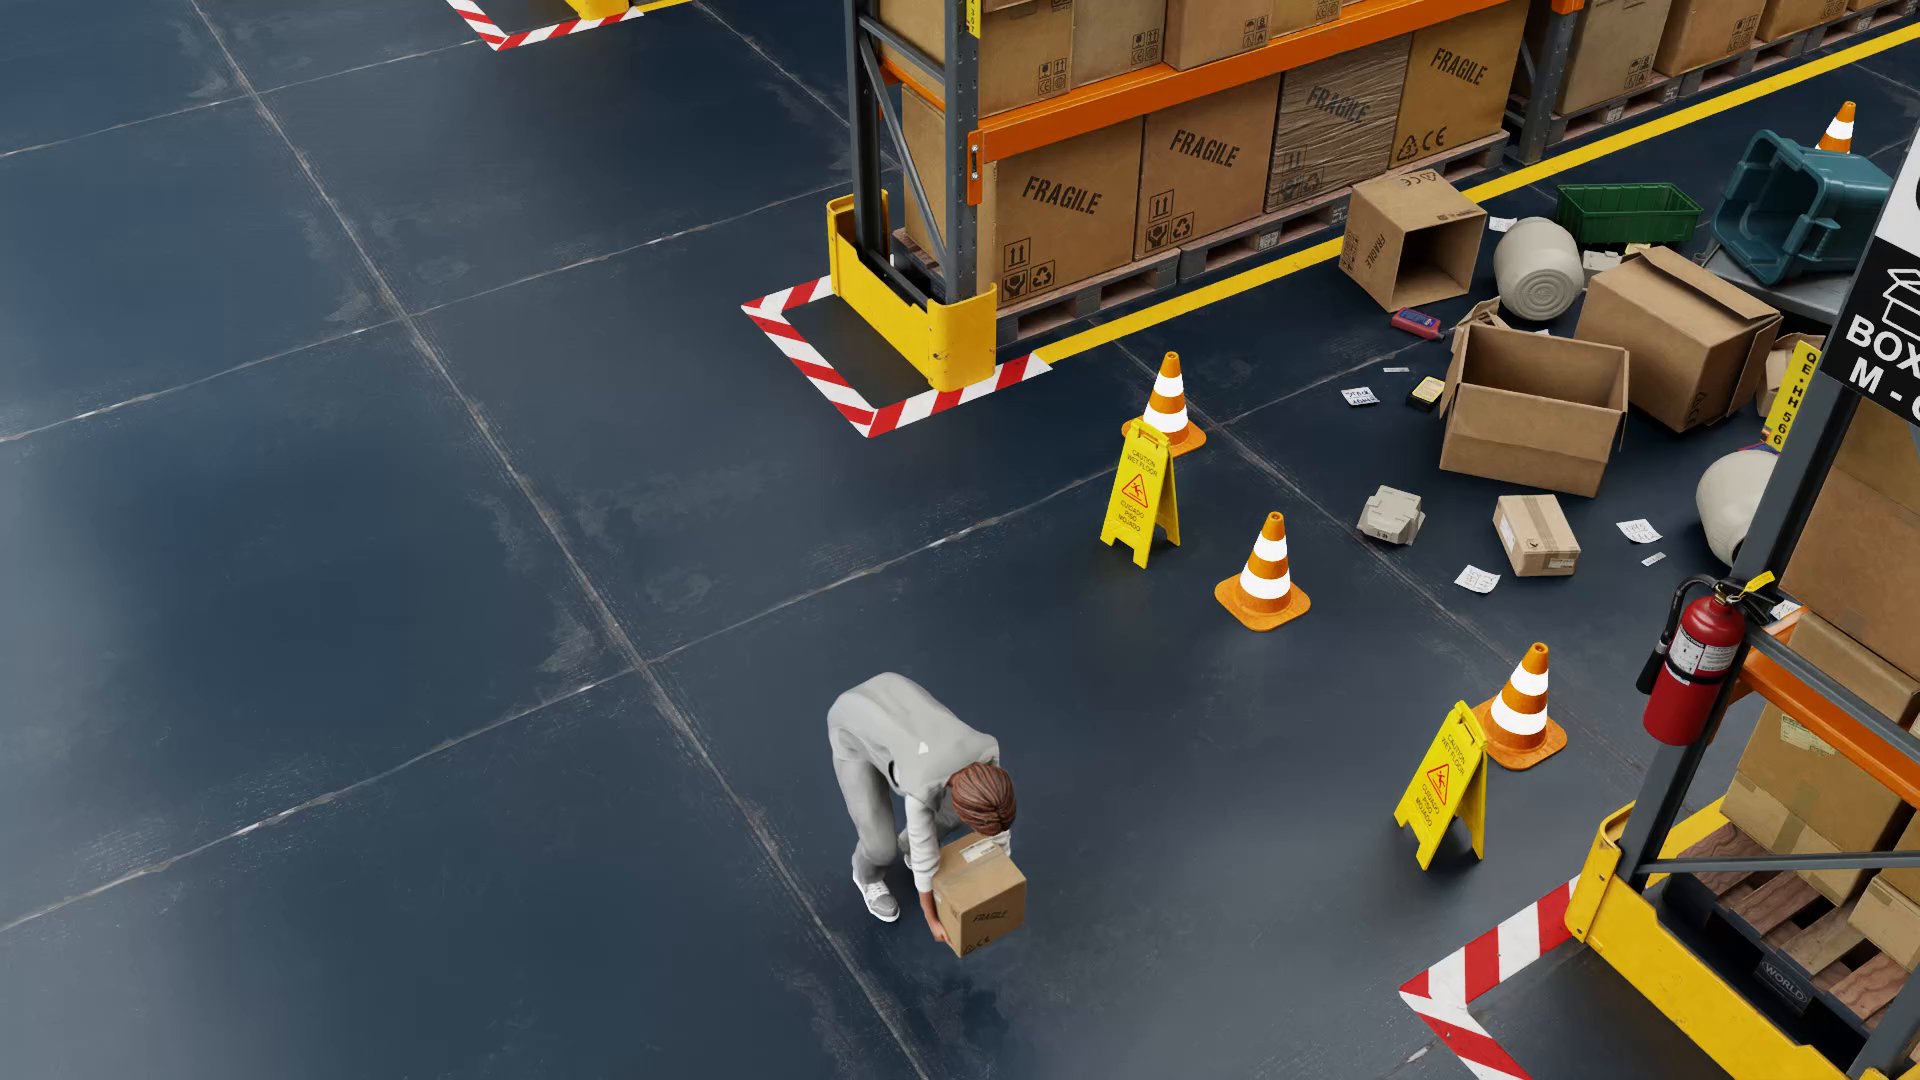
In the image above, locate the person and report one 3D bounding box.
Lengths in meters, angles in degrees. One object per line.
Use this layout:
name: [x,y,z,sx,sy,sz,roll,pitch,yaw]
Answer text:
person: [-0.114,0.935,5.527,0.407,1.039,0.855,-25,47,-26]
